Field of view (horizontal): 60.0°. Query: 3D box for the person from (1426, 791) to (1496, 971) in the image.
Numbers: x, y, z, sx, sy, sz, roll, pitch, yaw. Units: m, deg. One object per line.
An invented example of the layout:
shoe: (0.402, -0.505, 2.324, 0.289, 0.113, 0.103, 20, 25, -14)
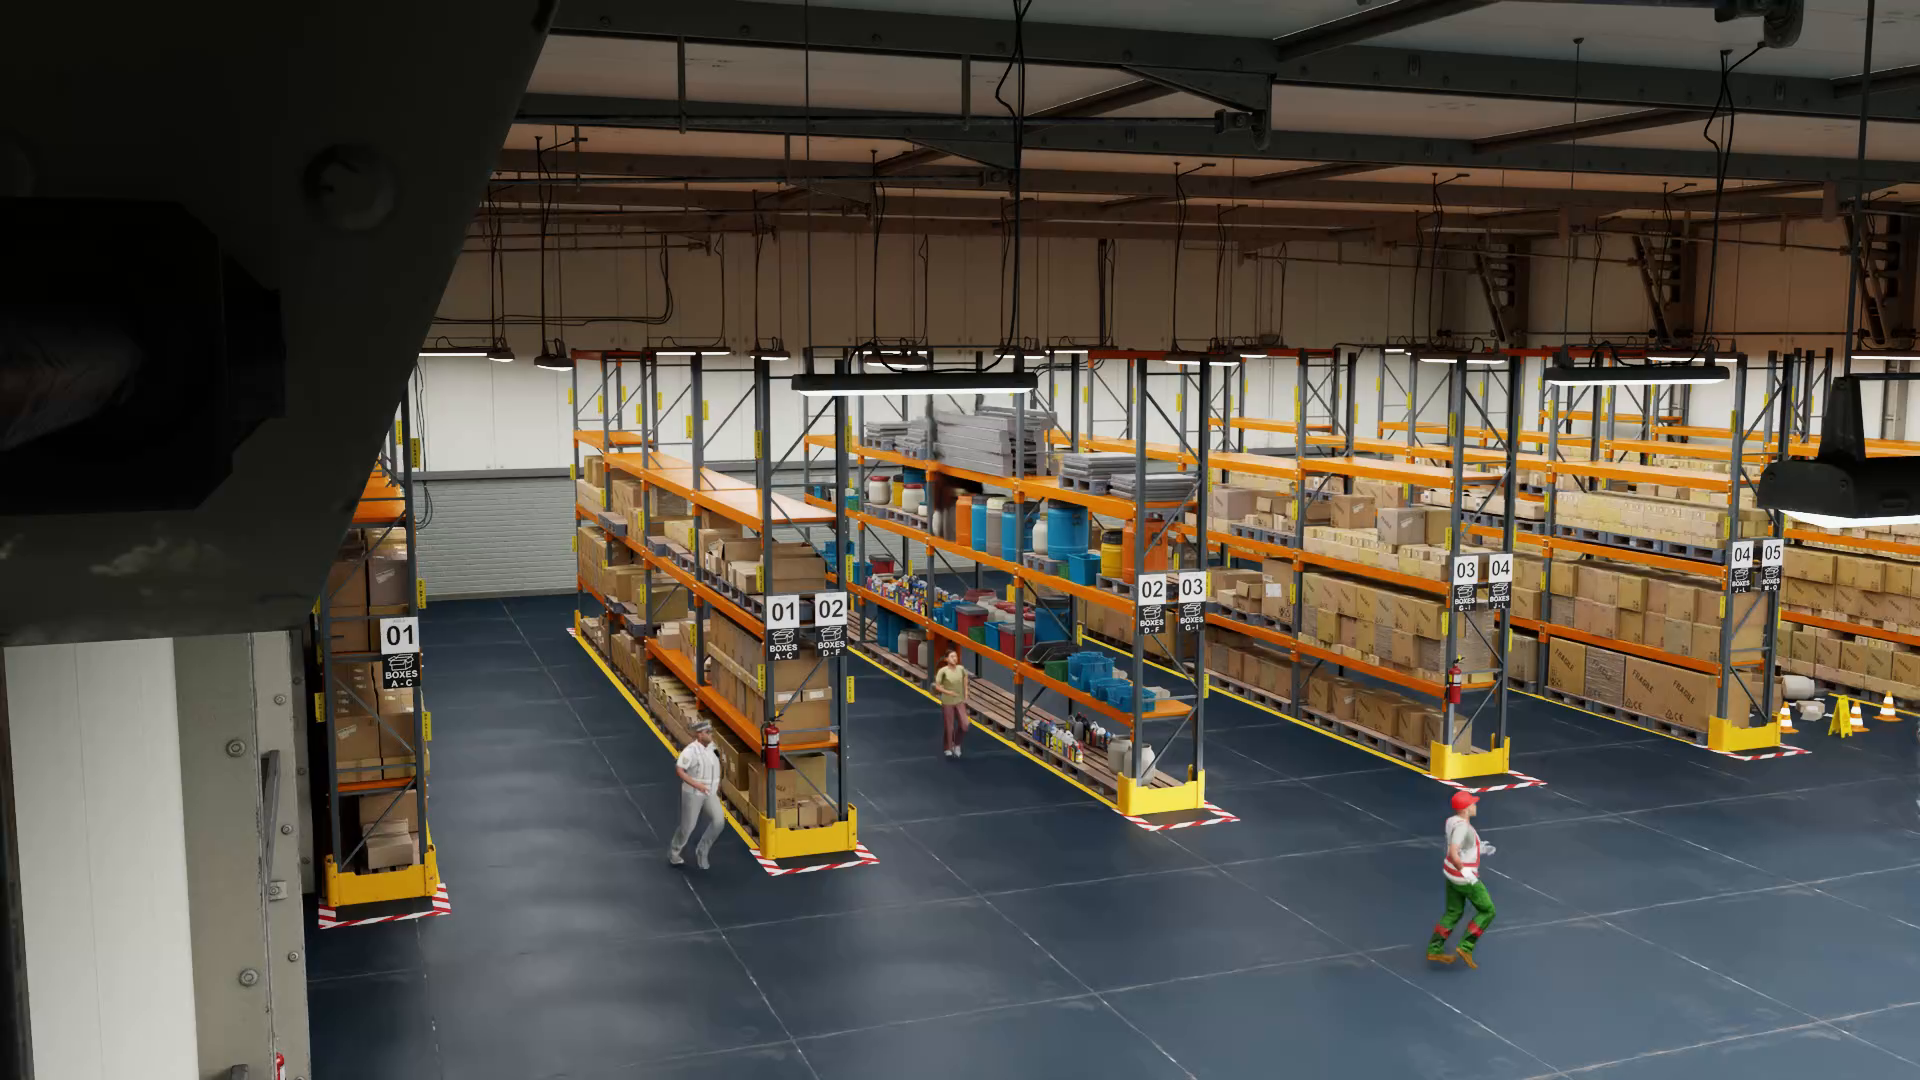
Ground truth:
person: (5.045, 3.395, 16.616, 0.721, 1.804, 0.632, -1, 7, -5)

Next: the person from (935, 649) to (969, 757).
person: (-0.084, 2.426, 24.641, 0.596, 1.641, 0.605, -3, 8, -23)

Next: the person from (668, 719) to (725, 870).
person: (-3.083, 3.026, 19.850, 0.663, 1.795, 0.725, 6, 9, 41)
